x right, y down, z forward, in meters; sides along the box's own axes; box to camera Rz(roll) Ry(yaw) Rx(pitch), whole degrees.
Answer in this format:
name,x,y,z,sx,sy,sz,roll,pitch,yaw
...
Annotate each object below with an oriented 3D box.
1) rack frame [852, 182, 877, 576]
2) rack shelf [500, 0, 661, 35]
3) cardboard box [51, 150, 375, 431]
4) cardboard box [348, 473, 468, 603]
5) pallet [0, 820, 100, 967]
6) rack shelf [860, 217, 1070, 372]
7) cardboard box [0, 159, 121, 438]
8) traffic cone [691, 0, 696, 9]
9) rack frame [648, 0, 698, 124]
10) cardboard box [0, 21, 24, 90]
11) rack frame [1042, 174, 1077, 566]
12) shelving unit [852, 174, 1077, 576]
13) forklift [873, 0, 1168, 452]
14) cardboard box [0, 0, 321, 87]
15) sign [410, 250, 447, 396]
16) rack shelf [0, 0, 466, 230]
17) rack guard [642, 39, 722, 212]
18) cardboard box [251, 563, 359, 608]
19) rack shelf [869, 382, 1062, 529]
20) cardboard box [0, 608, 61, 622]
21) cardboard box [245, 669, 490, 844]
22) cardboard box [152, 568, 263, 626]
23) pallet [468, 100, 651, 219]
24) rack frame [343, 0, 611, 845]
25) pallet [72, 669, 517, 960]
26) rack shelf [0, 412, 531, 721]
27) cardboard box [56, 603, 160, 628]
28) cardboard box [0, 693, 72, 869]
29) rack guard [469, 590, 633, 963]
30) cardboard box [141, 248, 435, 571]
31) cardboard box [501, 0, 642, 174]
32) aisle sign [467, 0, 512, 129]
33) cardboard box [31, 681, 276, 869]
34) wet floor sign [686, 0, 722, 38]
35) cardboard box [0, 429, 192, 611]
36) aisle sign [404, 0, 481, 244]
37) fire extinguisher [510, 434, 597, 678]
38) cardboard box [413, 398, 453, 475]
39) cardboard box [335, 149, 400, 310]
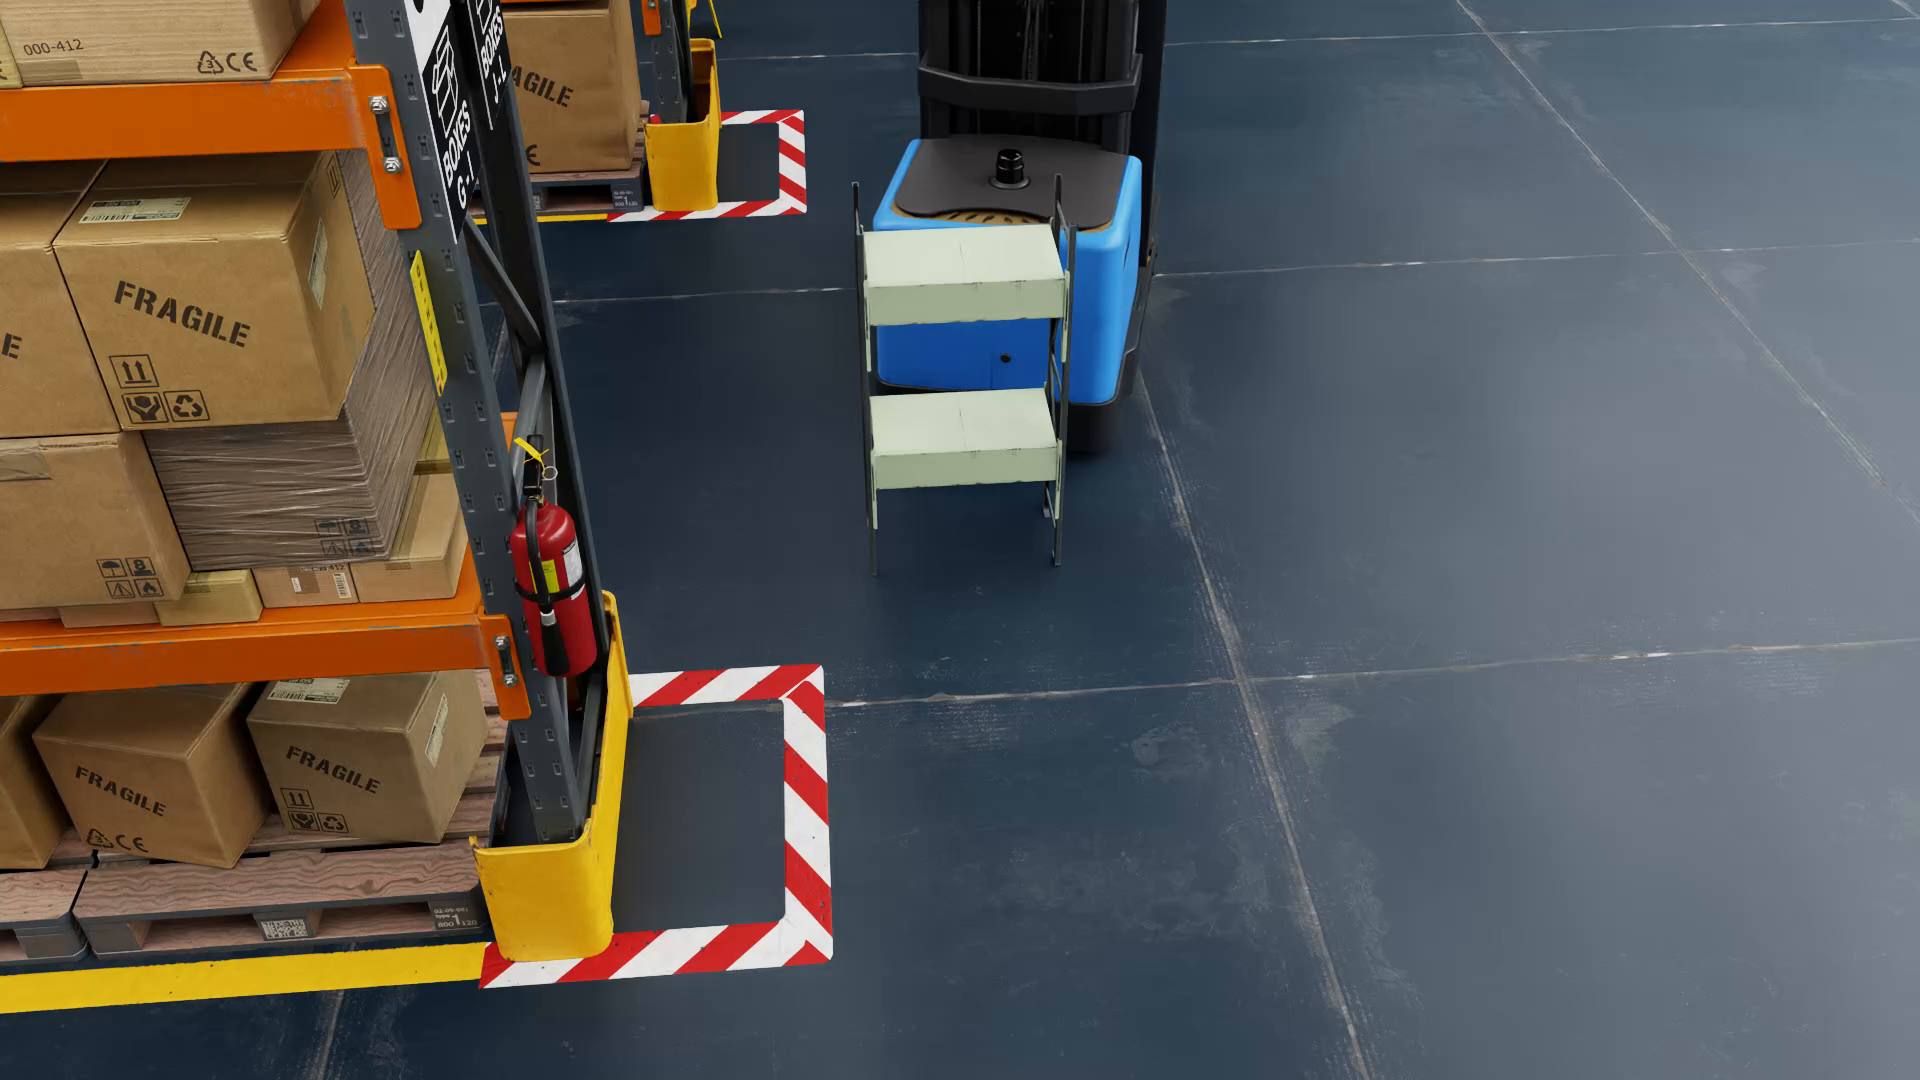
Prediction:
name,x,y,z,sx,sy,sz,roll,pitch,yaw
rack frame,-0.358,-0.569,6.260,0.023,1.500,0.400,-3,38,-4
rack shelf,-3.558,-2.925,8.616,4.000,0.370,1.077,-3,38,-4
cardboard box,-1.753,-0.617,3.983,0.500,0.500,0.500,-3,38,-4
cardboard box,-1.493,-0.010,4.543,0.250,0.149,0.380,-3,38,-4
pallet,-3.328,0.935,5.394,1.213,0.211,1.003,-3,38,-4
rack shelf,0.007,-0.896,6.044,0.720,0.370,0.431,-3,38,-4
cardboard box,-2.251,-0.586,3.943,0.500,0.500,0.500,-3,38,-4
traffic cone,-1.982,-3.884,11.299,0.334,0.463,0.336,-3,38,-4
rack frame,-1.566,-3.317,8.532,0.127,3.000,1.000,-3,38,-4
cardboard box,-2.182,-1.158,3.495,0.500,0.250,0.500,-3,38,-4
rack frame,0.371,-0.609,6.311,0.023,1.500,0.400,-3,38,-4
shelving unit,0.007,-0.589,6.286,0.755,1.500,0.431,-3,38,-4
forklift,0.404,-2.438,7.473,1.130,2.935,3.031,6,39,8
cardboard box,-1.685,-1.187,3.532,0.500,0.250,0.500,-2,38,-3
sign,-1.198,-0.486,3.755,0.005,0.325,0.100,-3,38,-4
rack shelf,-3.219,-1.037,3.801,4.000,0.370,1.077,-3,38,-4
rack guard,-1.542,-2.337,9.308,0.348,0.500,1.175,-3,38,-4
cardboard box,-1.742,0.004,4.527,0.250,0.149,0.380,-3,38,-4
rack shelf,0.007,-0.333,6.488,0.720,0.370,0.431,-3,38,-4
cardboard box,-2.489,0.042,4.479,0.250,0.149,0.380,-3,38,-4
cardboard box,-1.851,0.589,5.261,0.500,0.500,0.500,4,38,4
cardboard box,-1.986,0.049,4.469,0.250,0.149,0.380,-3,38,-4
pallet,-2.355,-2.130,9.279,1.213,0.211,1.003,-3,38,-4
rack frame,-1.227,-0.251,4.647,0.127,3.000,1.000,-3,38,-4
pallet,-2.115,0.870,5.476,1.213,0.211,1.003,-3,38,-4
rack shelf,-3.219,0.141,4.731,4.000,0.370,1.077,-3,38,-4
cardboard box,-2.237,0.053,4.464,0.250,0.149,0.380,-3,38,-4
cardboard box,-3.068,0.666,5.164,0.500,0.500,0.500,0,38,0
rack guard,-1.303,0.734,5.416,0.348,0.500,1.175,-3,38,-4
cardboard box,-1.777,-0.394,4.507,0.500,0.500,0.875,-3,38,-4
cardboard box,-2.235,-2.570,8.962,0.875,0.875,0.875,-3,38,-4
aisle sign,-1.192,-1.460,4.080,0.004,0.787,0.394,-3,38,-4
cardboard box,-2.443,0.643,5.192,0.500,0.500,0.500,6,39,8
wet floor sign,-1.712,-3.616,10.812,0.232,0.644,0.267,-9,39,-12
cardboard box,-2.265,-0.293,4.378,0.500,0.500,0.875,-3,38,-4
aisle sign,-1.139,-1.090,3.611,0.004,0.787,0.394,-3,38,-4
fire extinguisher,-1.072,0.057,4.318,0.183,0.674,0.296,-3,38,-4
cardboard box,-1.532,-0.284,4.891,0.250,0.149,0.380,-3,38,-4
cardboard box,-1.799,-0.938,4.389,0.500,0.500,0.500,-3,38,-4
